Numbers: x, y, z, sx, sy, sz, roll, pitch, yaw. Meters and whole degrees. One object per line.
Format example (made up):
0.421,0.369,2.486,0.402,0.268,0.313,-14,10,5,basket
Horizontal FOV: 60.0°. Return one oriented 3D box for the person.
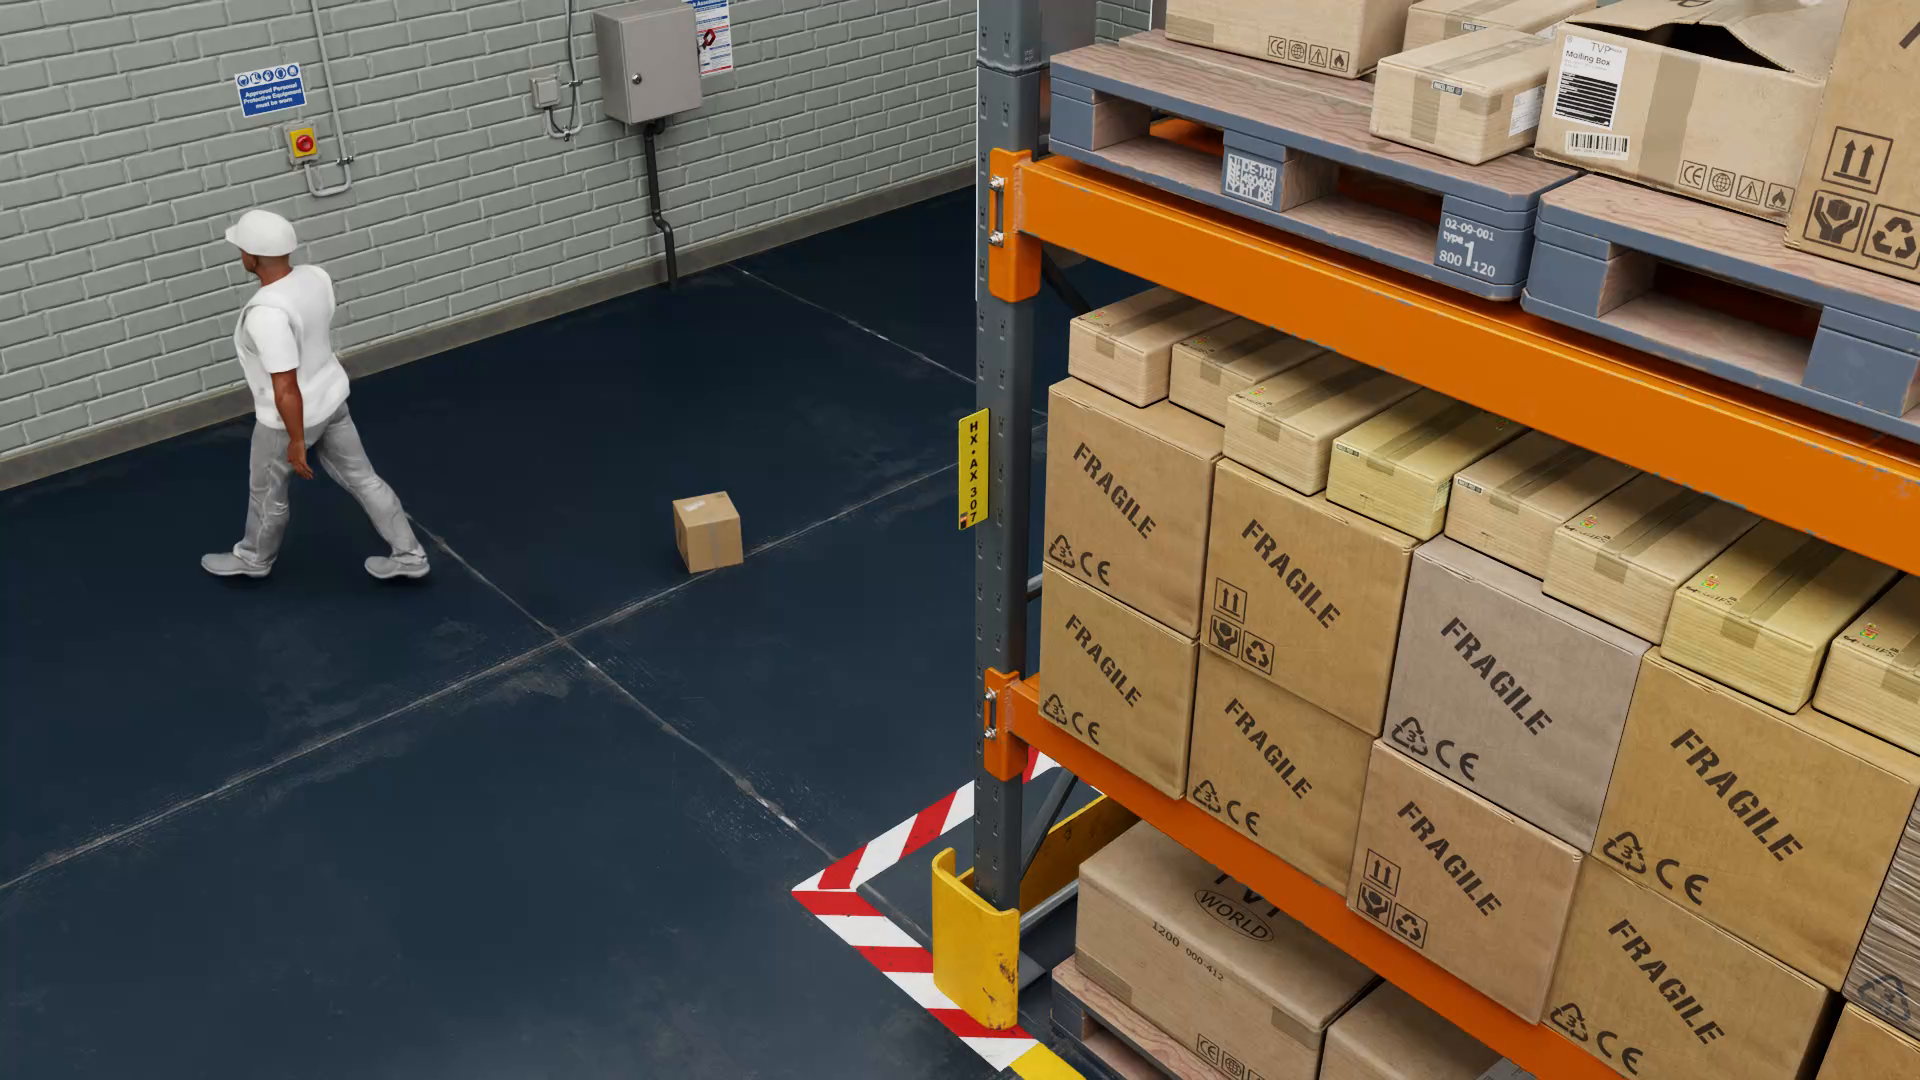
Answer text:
-2.867,-0.600,7.066,1.028,1.710,0.621,7,32,12,person
